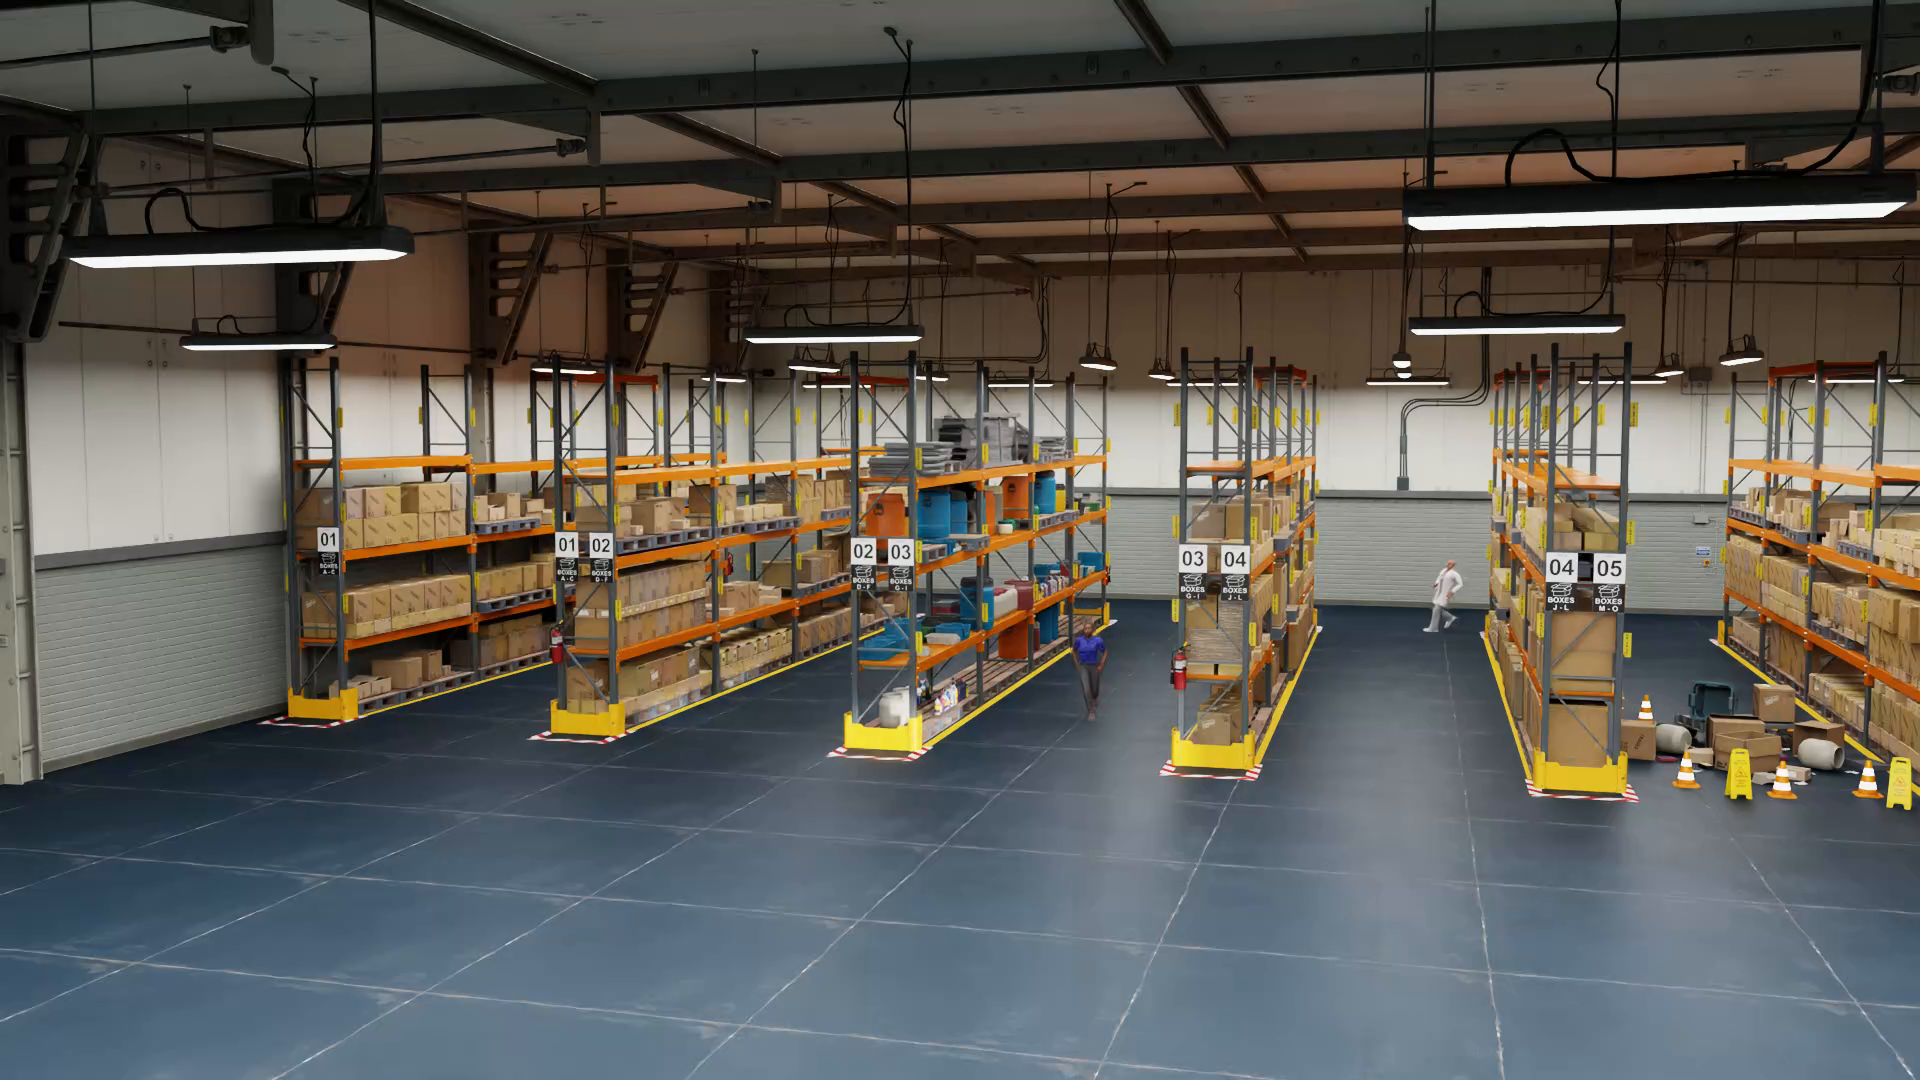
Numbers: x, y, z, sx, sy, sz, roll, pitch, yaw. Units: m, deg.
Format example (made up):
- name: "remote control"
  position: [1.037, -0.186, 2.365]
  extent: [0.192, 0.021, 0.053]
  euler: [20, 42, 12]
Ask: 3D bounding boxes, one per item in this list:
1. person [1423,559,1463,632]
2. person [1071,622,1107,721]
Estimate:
- name: "person"
  position: [11.266, 1.301, 38.646]
  extent: [0.862, 1.718, 0.775]
  euler: [-2, 5, -21]
- name: "person"
  position: [2.156, 2.169, 27.792]
  extent: [0.598, 1.626, 0.671]
  euler: [1, 4, 9]
